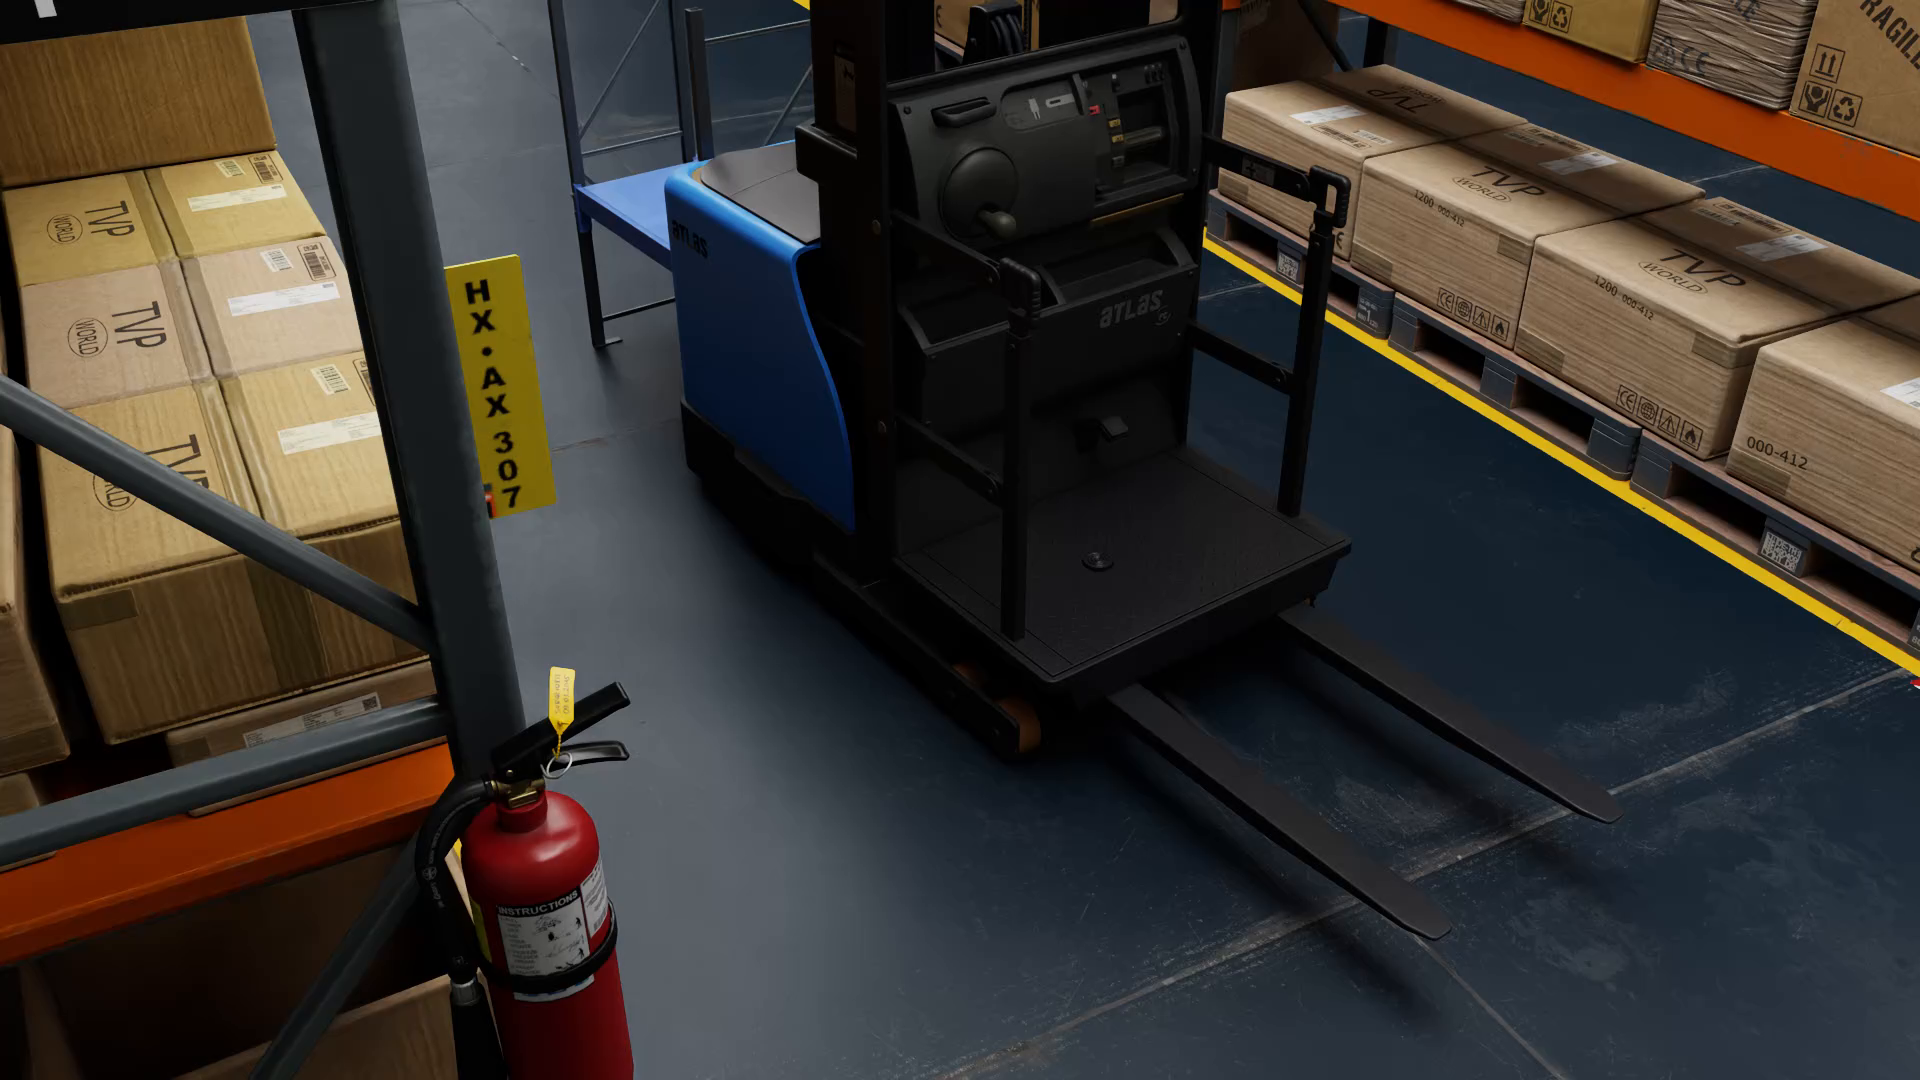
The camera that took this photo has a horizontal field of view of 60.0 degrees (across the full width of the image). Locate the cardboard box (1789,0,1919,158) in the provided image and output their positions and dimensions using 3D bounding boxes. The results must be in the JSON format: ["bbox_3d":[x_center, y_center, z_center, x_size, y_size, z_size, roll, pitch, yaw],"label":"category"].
[{"bbox_3d":[2.690,-1.369,4.514,0.500,0.500,0.500,-17,36,-24],"label":"cardboard box"}]

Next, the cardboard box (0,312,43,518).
[{"bbox_3d":[-1.708,-0.131,2.537,0.500,0.250,0.500,-16,36,-23],"label":"cardboard box"}]

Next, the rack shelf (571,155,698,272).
[{"bbox_3d":[-0.907,-1.082,5.882,0.538,0.185,1.000,-22,39,-30],"label":"rack shelf"}]

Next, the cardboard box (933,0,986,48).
[{"bbox_3d":[0.301,-3.243,9.111,0.875,0.875,0.875,-15,36,-23],"label":"cardboard box"}]

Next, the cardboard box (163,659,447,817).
[{"bbox_3d":[-0.930,0.210,2.374,0.380,0.149,0.250,-16,36,-23],"label":"cardboard box"}]

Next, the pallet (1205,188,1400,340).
[{"bbox_3d":[1.791,-1.272,7.040,1.003,0.211,1.213,-16,36,-23],"label":"pallet"}]

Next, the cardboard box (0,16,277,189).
[{"bbox_3d":[-1.692,-1.048,3.273,0.500,0.500,0.500,-15,36,-22],"label":"cardboard box"}]

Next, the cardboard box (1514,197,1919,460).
[{"bbox_3d":[2.540,-0.743,5.614,0.875,0.438,0.875,-15,36,-22],"label":"cardboard box"}]

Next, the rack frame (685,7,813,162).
[{"bbox_3d":[-0.605,-1.013,5.441,0.500,1.500,0.032,-22,39,-30],"label":"rack frame"}]

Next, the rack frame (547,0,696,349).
[{"bbox_3d":[-1.209,-1.454,6.129,0.500,1.500,0.032,-22,39,-30],"label":"rack frame"}]

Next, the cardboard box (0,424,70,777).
[{"bbox_3d":[-1.468,0.115,2.153,0.500,0.250,0.500,-15,36,-22],"label":"cardboard box"}]

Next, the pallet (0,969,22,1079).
[{"bbox_3d":[-1.427,1.088,3.356,1.003,0.211,1.213,-16,36,-23],"label":"pallet"}]

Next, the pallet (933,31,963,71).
[{"bbox_3d":[0.506,-2.587,9.092,1.003,0.211,1.213,-16,36,-23],"label":"pallet"}]

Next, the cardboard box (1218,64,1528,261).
[{"bbox_3d":[1.703,-1.600,6.953,0.875,0.438,0.875,-16,36,-24],"label":"cardboard box"}]

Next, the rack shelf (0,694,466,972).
[{"bbox_3d":[-1.952,-0.321,3.638,1.077,0.370,4.000,-16,36,-23],"label":"rack shelf"}]

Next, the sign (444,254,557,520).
[{"bbox_3d":[-0.539,-0.171,1.934,0.100,0.325,0.005,-16,36,-23],"label":"sign"}]

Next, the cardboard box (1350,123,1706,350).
[{"bbox_3d":[2.121,-1.173,6.287,0.875,0.438,0.875,-17,36,-24],"label":"cardboard box"}]

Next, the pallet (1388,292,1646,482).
[{"bbox_3d":[2.363,-0.689,6.130,1.003,0.211,1.213,-16,36,-23],"label":"pallet"}]

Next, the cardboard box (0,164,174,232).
[{"bbox_3d":[-1.724,-0.737,3.482,0.500,0.250,0.500,-17,36,-24],"label":"cardboard box"}]

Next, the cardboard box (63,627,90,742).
[{"bbox_3d":[-1.475,0.209,2.377,0.380,0.149,0.250,-15,35,-22],"label":"cardboard box"}]

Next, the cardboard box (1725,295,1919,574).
[{"bbox_3d":[2.974,-0.308,4.936,0.875,0.438,0.875,-17,36,-25],"label":"cardboard box"}]

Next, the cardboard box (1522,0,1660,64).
[{"bbox_3d":[2.190,-1.855,5.273,0.500,0.500,0.500,-15,35,-22],"label":"cardboard box"}]

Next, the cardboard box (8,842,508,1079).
[{"bbox_3d":[-1.221,0.889,3.007,0.797,0.503,0.637,-17,37,-25],"label":"cardboard box"}]

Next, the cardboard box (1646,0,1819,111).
[{"bbox_3d":[2.442,-1.612,4.893,0.500,0.500,0.500,-15,36,-22],"label":"cardboard box"}]

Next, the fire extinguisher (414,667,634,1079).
[{"bbox_3d":[-0.542,0.474,2.147,0.296,0.674,0.183,-16,36,-23],"label":"fire extinguisher"}]

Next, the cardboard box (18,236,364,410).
[{"bbox_3d":[-1.228,-0.257,2.733,0.500,0.250,0.500,-15,36,-23],"label":"cardboard box"}]

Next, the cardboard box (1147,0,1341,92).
[{"bbox_3d":[1.145,-2.387,7.775,0.875,0.875,0.875,-15,35,-22],"label":"cardboard box"}]

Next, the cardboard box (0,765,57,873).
[{"bbox_3d":[-1.411,0.345,2.163,0.380,0.149,0.250,-16,36,-24],"label":"cardboard box"}]

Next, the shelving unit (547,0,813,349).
[{"bbox_3d":[-0.907,-1.234,5.785,0.538,1.500,1.048,-22,39,-30],"label":"shelving unit"}]

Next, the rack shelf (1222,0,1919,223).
[{"bbox_3d":[2.438,-1.572,5.589,1.077,0.370,4.000,-16,36,-23],"label":"rack shelf"}]

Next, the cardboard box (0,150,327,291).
[{"bbox_3d":[-1.467,-0.498,3.110,0.500,0.250,0.500,-17,36,-24],"label":"cardboard box"}]

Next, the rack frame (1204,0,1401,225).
[{"bbox_3d":[1.505,-2.829,6.885,1.000,3.000,0.127,-16,36,-23],"label":"rack frame"}]

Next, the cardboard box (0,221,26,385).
[{"bbox_3d":[-1.935,-0.369,2.908,0.500,0.250,0.500,-15,35,-22],"label":"cardboard box"}]

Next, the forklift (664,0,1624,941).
[{"bbox_3d":[0.372,-0.963,4.037,1.130,2.935,3.031,-22,39,-30],"label":"forklift"}]

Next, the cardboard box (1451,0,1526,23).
[{"bbox_3d":[1.950,-2.101,5.656,0.500,0.500,0.500,-16,36,-23],"label":"cardboard box"}]

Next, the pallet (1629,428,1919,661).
[{"bbox_3d":[2.928,-0.108,5.223,1.003,0.211,1.213,-16,36,-23],"label":"pallet"}]

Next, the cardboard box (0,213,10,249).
[{"bbox_3d":[-2.178,-0.618,3.298,0.500,0.250,0.500,-16,36,-23],"label":"cardboard box"}]

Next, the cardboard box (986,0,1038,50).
[{"bbox_3d":[0.717,-2.816,8.445,0.875,0.875,0.875,-15,36,-22],"label":"cardboard box"}]

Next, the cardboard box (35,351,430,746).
[{"bbox_3d":[-0.992,-0.016,2.358,0.500,0.250,0.500,-16,36,-23],"label":"cardboard box"}]
